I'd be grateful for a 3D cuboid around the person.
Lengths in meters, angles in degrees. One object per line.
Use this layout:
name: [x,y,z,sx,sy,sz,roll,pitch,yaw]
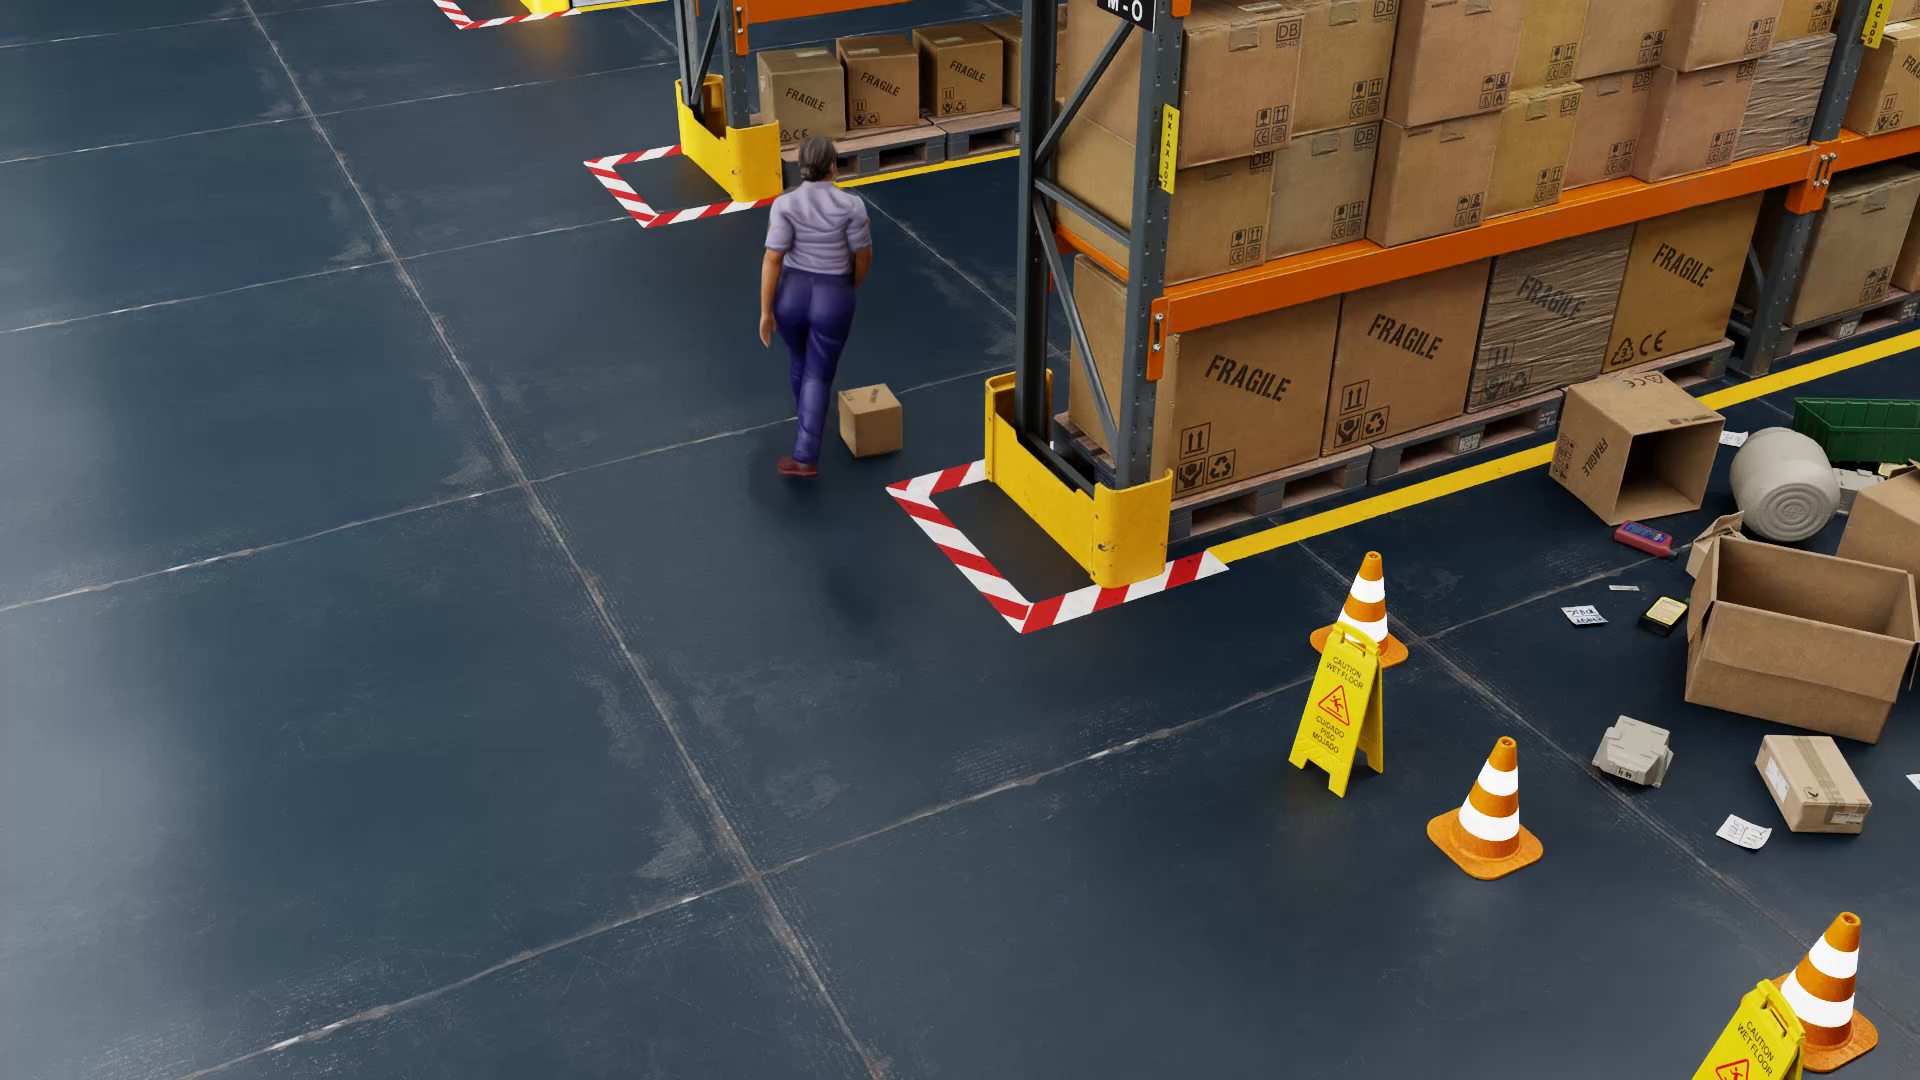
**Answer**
person: [-0.666,-1.125,7.881,0.515,1.594,0.948,2,33,3]
